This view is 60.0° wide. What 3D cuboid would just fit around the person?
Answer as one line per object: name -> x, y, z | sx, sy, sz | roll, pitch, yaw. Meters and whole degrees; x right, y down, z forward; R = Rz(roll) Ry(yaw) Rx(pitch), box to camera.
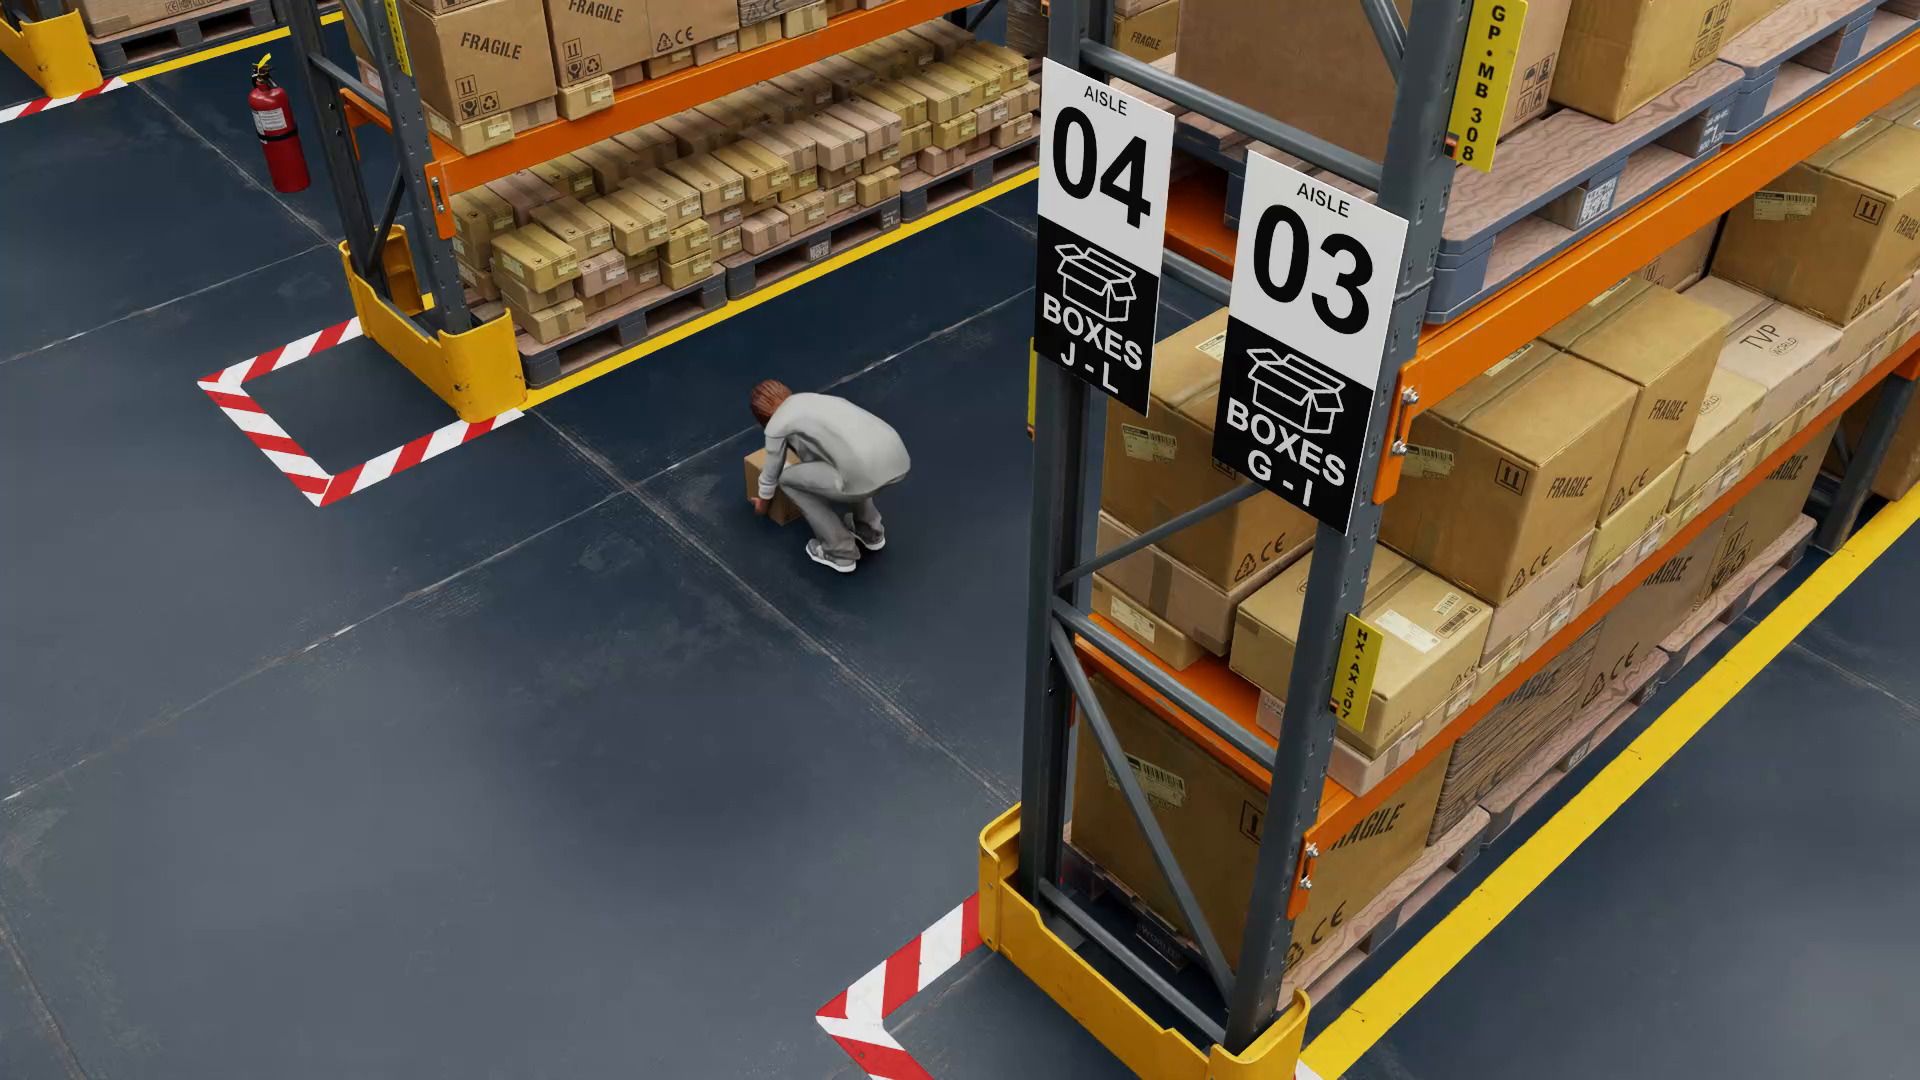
person -> -0.528, -0.256, 7.168 | 0.396, 0.688, 0.714 | -32, 50, -32
